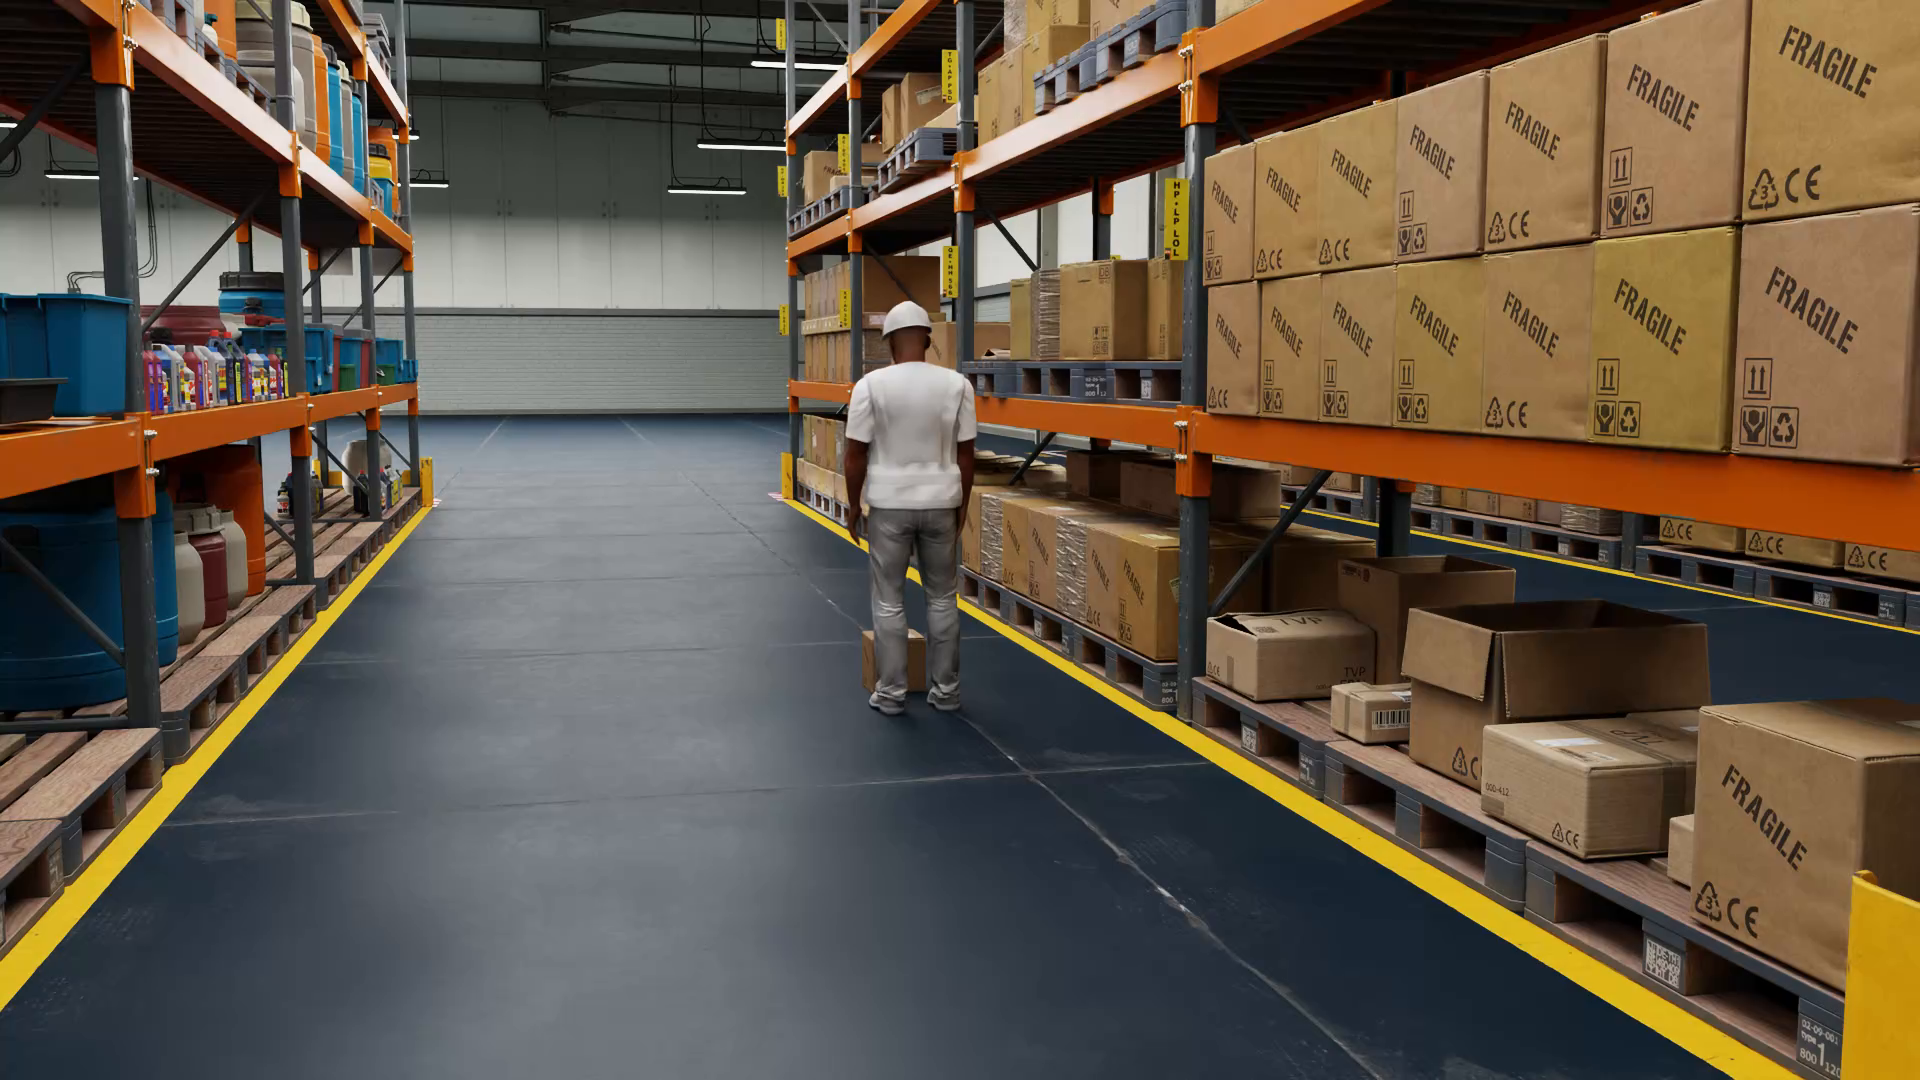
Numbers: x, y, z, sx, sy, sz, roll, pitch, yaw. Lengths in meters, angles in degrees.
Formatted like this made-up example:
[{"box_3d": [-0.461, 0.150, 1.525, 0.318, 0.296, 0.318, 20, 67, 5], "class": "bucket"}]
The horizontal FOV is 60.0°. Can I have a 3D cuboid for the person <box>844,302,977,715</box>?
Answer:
[{"box_3d": [-0.216, -0.139, 7.167, 0.568, 1.760, 0.367, -1, 6, -12], "class": "person"}]
